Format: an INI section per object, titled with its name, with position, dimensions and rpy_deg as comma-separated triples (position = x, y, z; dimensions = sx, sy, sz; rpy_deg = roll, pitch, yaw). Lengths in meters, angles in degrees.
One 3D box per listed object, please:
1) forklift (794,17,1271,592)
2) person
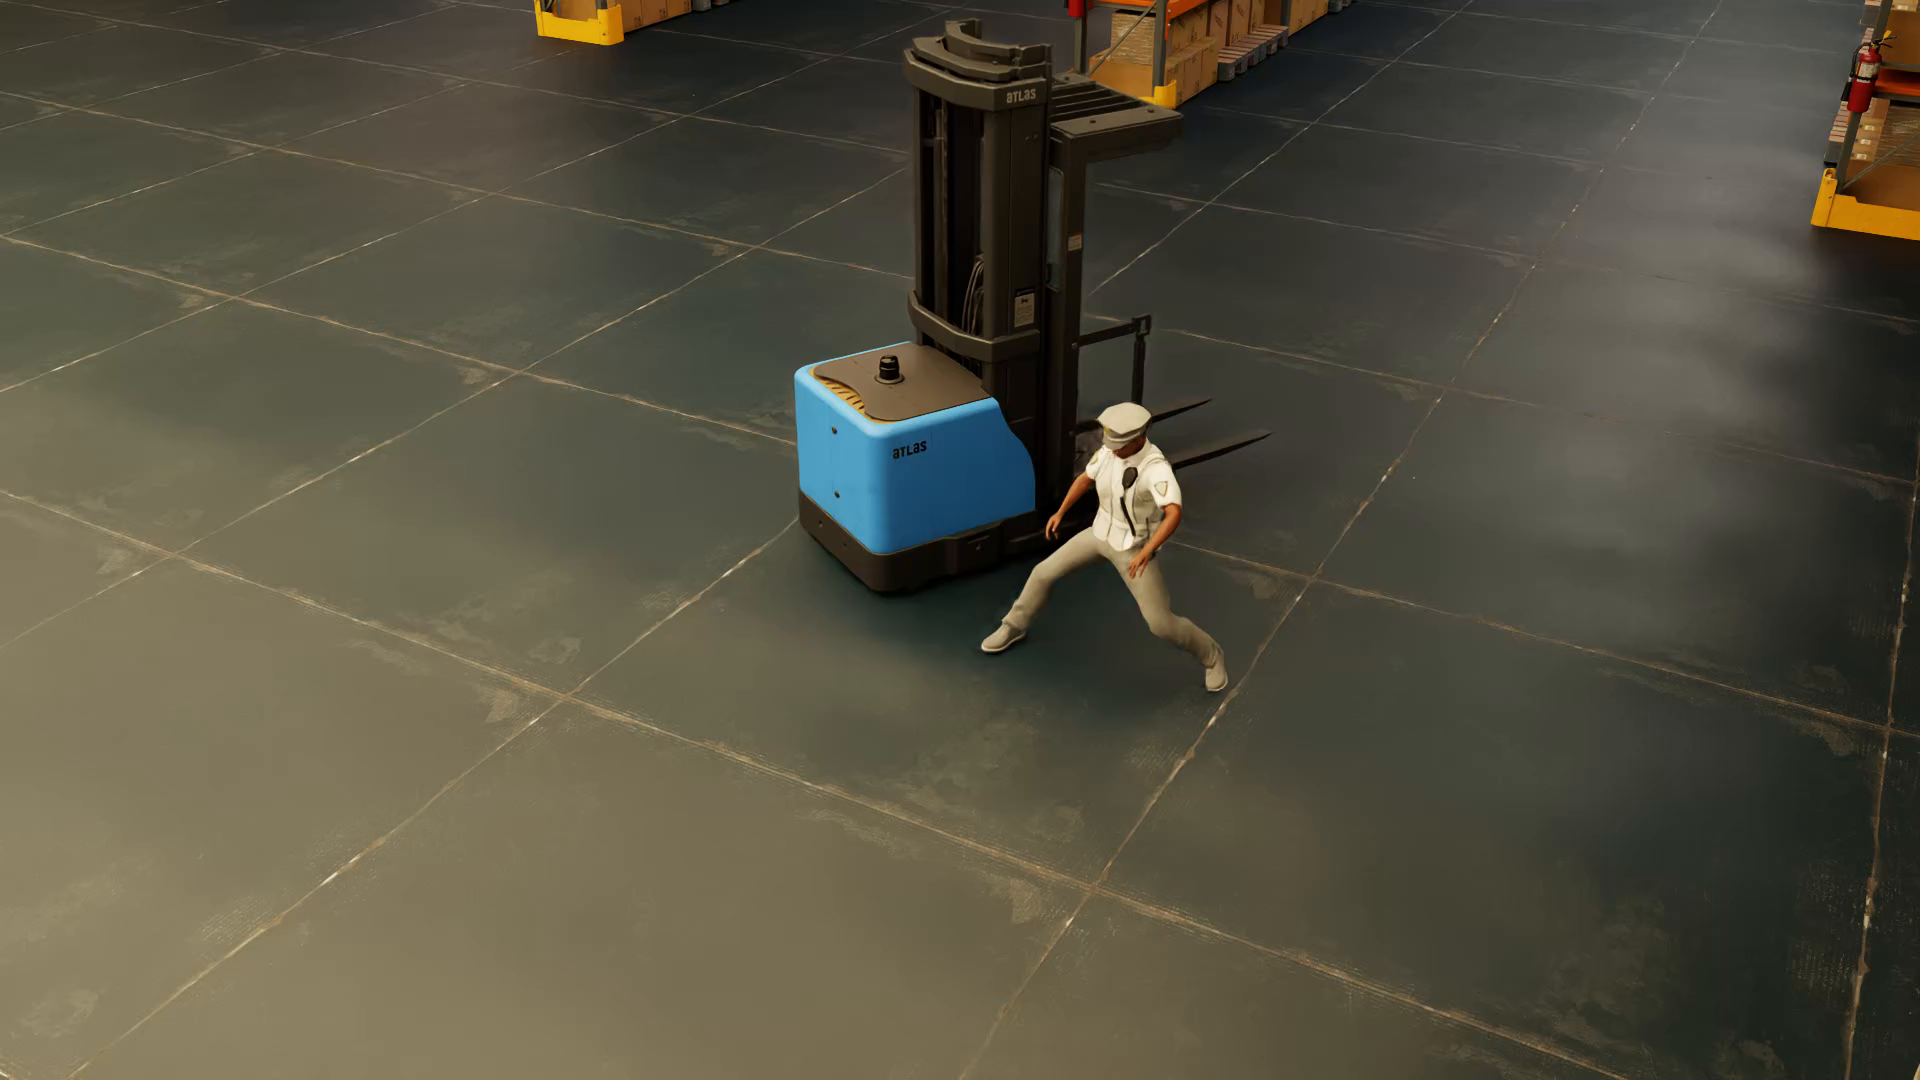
[forklift]
position = 0.554, -1.516, 9.697
dimensions = 3.031, 2.935, 1.130
rpy_deg = -17, 34, -27
[person]
position = 0.789, 0.038, 8.496
dimensions = 0.963, 1.493, 1.069
rpy_deg = -21, 36, -32
